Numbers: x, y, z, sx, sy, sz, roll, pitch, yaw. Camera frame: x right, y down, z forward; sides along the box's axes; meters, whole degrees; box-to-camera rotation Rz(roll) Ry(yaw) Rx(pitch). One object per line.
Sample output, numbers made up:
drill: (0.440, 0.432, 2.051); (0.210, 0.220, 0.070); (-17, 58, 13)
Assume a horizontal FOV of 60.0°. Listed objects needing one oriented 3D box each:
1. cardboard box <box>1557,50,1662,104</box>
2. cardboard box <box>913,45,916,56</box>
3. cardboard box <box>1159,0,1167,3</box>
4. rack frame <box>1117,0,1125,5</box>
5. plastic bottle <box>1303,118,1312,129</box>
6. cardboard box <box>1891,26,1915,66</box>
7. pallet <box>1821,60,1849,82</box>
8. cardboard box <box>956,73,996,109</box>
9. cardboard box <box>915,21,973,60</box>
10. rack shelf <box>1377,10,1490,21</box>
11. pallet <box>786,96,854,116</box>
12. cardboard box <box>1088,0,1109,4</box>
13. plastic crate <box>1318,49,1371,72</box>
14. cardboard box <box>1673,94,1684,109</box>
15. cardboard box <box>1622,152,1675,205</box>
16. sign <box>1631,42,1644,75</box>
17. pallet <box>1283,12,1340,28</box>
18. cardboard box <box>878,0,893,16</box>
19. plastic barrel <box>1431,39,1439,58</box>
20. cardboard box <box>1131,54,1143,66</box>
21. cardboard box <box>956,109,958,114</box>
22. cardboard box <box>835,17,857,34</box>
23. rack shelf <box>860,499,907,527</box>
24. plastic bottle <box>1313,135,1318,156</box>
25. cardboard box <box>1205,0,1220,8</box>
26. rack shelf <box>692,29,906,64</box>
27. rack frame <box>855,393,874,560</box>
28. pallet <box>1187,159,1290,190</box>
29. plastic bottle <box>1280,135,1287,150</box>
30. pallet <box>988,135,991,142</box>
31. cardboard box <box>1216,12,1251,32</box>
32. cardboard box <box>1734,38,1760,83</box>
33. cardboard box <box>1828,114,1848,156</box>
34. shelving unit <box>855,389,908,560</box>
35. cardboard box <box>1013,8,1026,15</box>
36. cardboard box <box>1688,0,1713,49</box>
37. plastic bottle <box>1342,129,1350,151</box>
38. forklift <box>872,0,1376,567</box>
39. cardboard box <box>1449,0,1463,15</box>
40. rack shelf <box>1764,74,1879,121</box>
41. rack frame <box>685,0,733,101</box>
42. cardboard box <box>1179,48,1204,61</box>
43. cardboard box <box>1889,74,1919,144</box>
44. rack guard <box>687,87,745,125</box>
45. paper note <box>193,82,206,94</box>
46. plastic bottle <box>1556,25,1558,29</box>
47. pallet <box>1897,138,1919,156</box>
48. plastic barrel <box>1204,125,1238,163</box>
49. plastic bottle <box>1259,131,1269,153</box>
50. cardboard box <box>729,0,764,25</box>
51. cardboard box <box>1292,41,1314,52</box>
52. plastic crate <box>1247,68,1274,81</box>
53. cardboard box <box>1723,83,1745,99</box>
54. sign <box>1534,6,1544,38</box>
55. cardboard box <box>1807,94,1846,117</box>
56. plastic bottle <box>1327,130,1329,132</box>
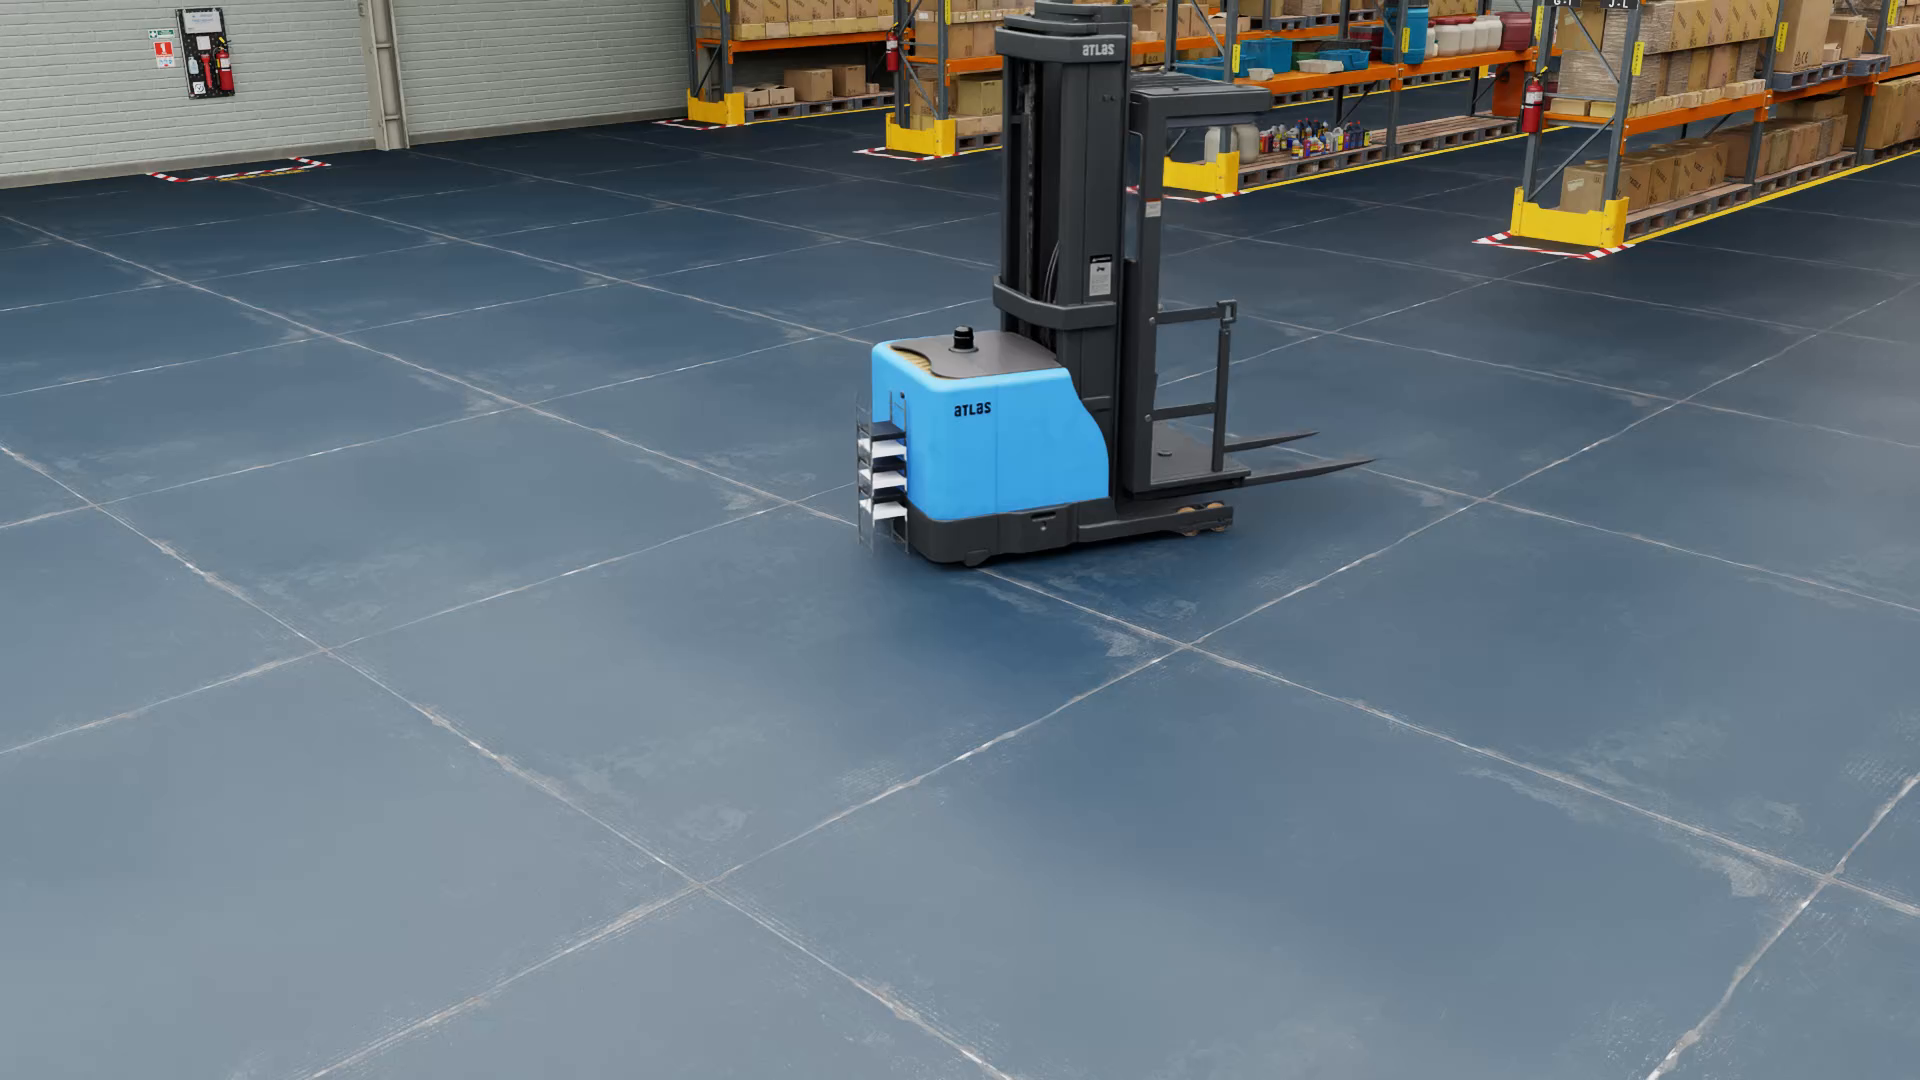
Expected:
cardboard box: (6.932, -4.970, 17.771); (0.875, 0.500, 0.500); (19, 28, 41)
cardboard box: (-0.521, -9.094, 30.879); (0.500, 0.250, 0.500); (19, 28, 40)
cardboard box: (4.112, -11.467, 34.646); (0.500, 0.500, 0.500); (19, 28, 40)
rack frame: (2.224, -8.159, 26.621); (1.000, 3.000, 0.127); (19, 28, 41)
plastic bottle: (4.910, -5.783, 23.519); (0.185, 0.351, 0.144); (-19, 28, -41)
cardboard box: (13.002, -6.943, 23.319); (0.500, 0.500, 0.500); (18, 28, 39)
pallet: (10.758, -6.098, 21.527); (1.003, 0.211, 1.213); (19, 28, 41)
cardboard box: (0.282, -6.866, 25.460); (0.500, 0.500, 0.500); (19, 28, 41)
cardboard box: (-0.231, -7.294, 24.232); (0.700, 0.500, 0.500); (19, 28, 41)
rack shelf: (9.200, -10.394, 33.438); (1.077, 0.370, 4.000); (19, 28, 41)
pallet: (-2.622, -7.600, 29.052); (1.003, 0.211, 1.213); (19, 28, 41)
cardboard box: (1.919, -8.695, 26.069); (0.700, 0.500, 0.500); (19, 28, 41)
plastic crate: (5.193, -6.496, 22.503); (0.499, 0.251, 0.616); (19, 28, 41)
cardboard box: (7.766, -4.870, 18.413); (0.380, 0.149, 0.250); (19, 28, 41)
cardboard box: (7.819, -4.154, 19.101); (0.500, 0.500, 0.500); (-17, 27, -37)
sign: (6.918, -4.919, 16.984); (0.100, 0.325, 0.005); (19, 28, 41)
pallet: (6.368, -9.599, 30.634); (1.003, 0.211, 1.213); (19, 28, 41)
cardboard box: (-1.436, -9.488, 29.215); (0.500, 0.500, 0.500); (19, 28, 41)
plastic barrel: (6.804, -7.155, 24.203); (0.301, 0.262, 0.301); (0, 21, 0)
cardboard box: (3.275, -10.218, 34.389); (0.750, 0.750, 0.750); (-19, 28, -40)
cardboard box: (-0.064, -6.387, 25.257); (0.500, 0.250, 0.500); (19, 28, 41)
cardboard box: (-2.134, -8.880, 28.679); (0.500, 0.250, 0.500); (19, 28, 40)
rack shelf: (-0.436, -0.165, 9.344); (0.200, 0.077, 0.258); (-9, 23, -22)
plastic bottle: (4.777, -5.324, 22.434); (0.097, 0.271, 0.097); (0, 21, 0)
cardboard box: (5.156, -11.916, 35.977); (0.980, 0.700, 0.700); (18, 28, 39)
rack shelf: (-2.723, -8.548, 28.635); (1.077, 0.370, 4.000); (19, 28, 41)
rack frame: (-0.530, -0.350, 9.230); (0.006, 0.900, 0.240); (-9, 23, -22)
pallet: (3.570, -4.827, 21.839); (1.003, 0.211, 1.213); (19, 28, 41)
plastic bottle: (4.469, -5.489, 22.962); (0.097, 0.201, 0.097); (0, 21, 0)
pallet: (0.788, -6.348, 25.797); (1.003, 0.211, 1.213); (19, 28, 41)
cardboard box: (4.730, -9.063, 29.097); (0.500, 0.311, 0.500); (-18, 27, -39)
cardboard box: (8.961, -5.764, 19.836); (0.875, 0.500, 0.500); (19, 28, 41)
cardboard box: (11.657, -5.568, 22.751); (0.700, 0.500, 0.500); (17, 27, 38)
shelving unit: (-0.436, -0.364, 9.268); (0.210, 0.900, 0.258); (-9, 23, -22)
cardboard box: (0.759, -7.859, 24.796); (0.380, 0.149, 0.250); (19, 28, 40)
cardboard box: (7.809, -5.631, 18.097); (0.500, 0.500, 0.500); (19, 28, 41)
plastic bottle: (5.310, -5.516, 22.918); (0.133, 0.283, 0.061); (-18, 27, -39)
forklift: (1.045, -1.553, 9.530); (3.031, 2.935, 1.130); (-9, 23, -22)
cardboard box: (9.767, -10.846, 33.472); (0.500, 0.500, 0.500); (20, 28, 41)
rack shelf: (10.714, -5.857, 21.634); (1.077, 0.370, 4.000); (19, 28, 41)
rack frame: (-4.118, -8.369, 27.169); (1.000, 3.000, 0.127); (19, 28, 41)
cardboard box: (4.848, -10.650, 36.001); (0.700, 0.500, 0.500); (20, 29, 41)
cardboard box: (13.233, -6.310, 24.188); (1.225, 0.875, 0.875); (19, 28, 41)
rack guard: (-4.065, -7.222, 27.668); (1.175, 0.500, 0.348); (19, 28, 41)
paper note: (-10.359, -6.159, 22.644); (0.016, 0.148, 0.142); (19, 28, 41)
plastic bottle: (9.543, -8.064, 26.537); (0.061, 0.283, 0.133); (19, 28, 41)
pallet: (13.565, -5.901, 24.633); (1.003, 0.211, 1.213); (19, 28, 41)
plastic barrel: (3.384, -5.113, 21.579); (0.421, 0.512, 0.421); (0, 21, 0)
plastic bottle: (4.143, -5.464, 22.792); (0.152, 0.276, 0.135); (20, 28, 41)
cardboard box: (-3.570, -8.706, 27.181); (0.500, 0.500, 0.500); (19, 28, 41)
cardboard box: (6.246, -9.154, 31.037); (0.500, 0.250, 0.500); (19, 28, 40)
plastic crate: (3.835, -5.916, 21.154); (0.298, 0.136, 0.250); (19, 28, 41)
cardboard box: (8.887, -5.229, 19.349); (0.380, 0.149, 0.250); (19, 28, 41)
sign: (6.145, -5.482, 17.603); (0.100, 0.325, 0.005); (19, 28, 41)
cardboard box: (11.664, -5.916, 22.610); (0.500, 0.250, 0.500); (-19, 28, -40)
plastic bottle: (5.077, -5.505, 22.888); (0.061, 0.283, 0.133); (19, 28, 41)
